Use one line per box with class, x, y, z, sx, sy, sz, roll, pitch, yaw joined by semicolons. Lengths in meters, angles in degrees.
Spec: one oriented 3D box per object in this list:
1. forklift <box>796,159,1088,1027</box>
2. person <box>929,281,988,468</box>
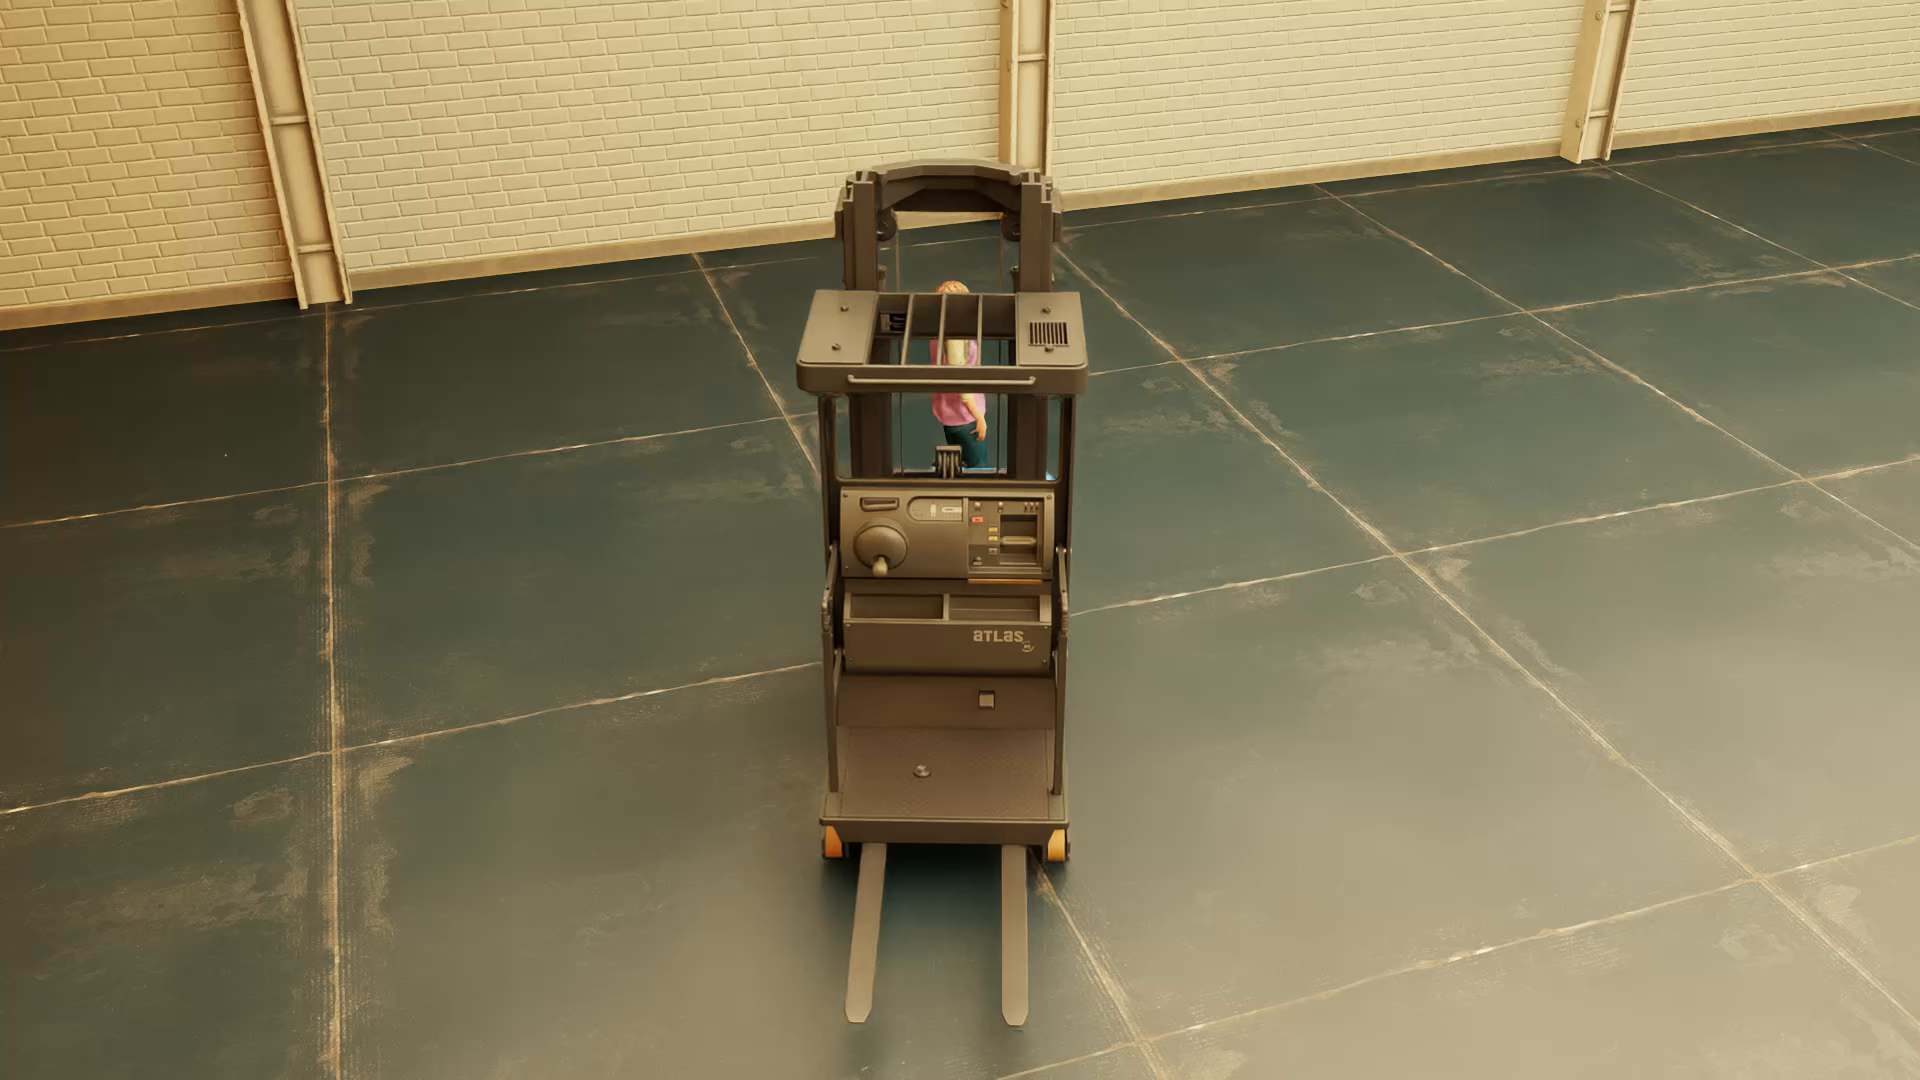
forklift;-0.059;0.019;7.053;1.130;2.935;3.031;1;30;1
person;0.075;-0.739;9.614;0.472;1.598;0.521;-10;31;-16
